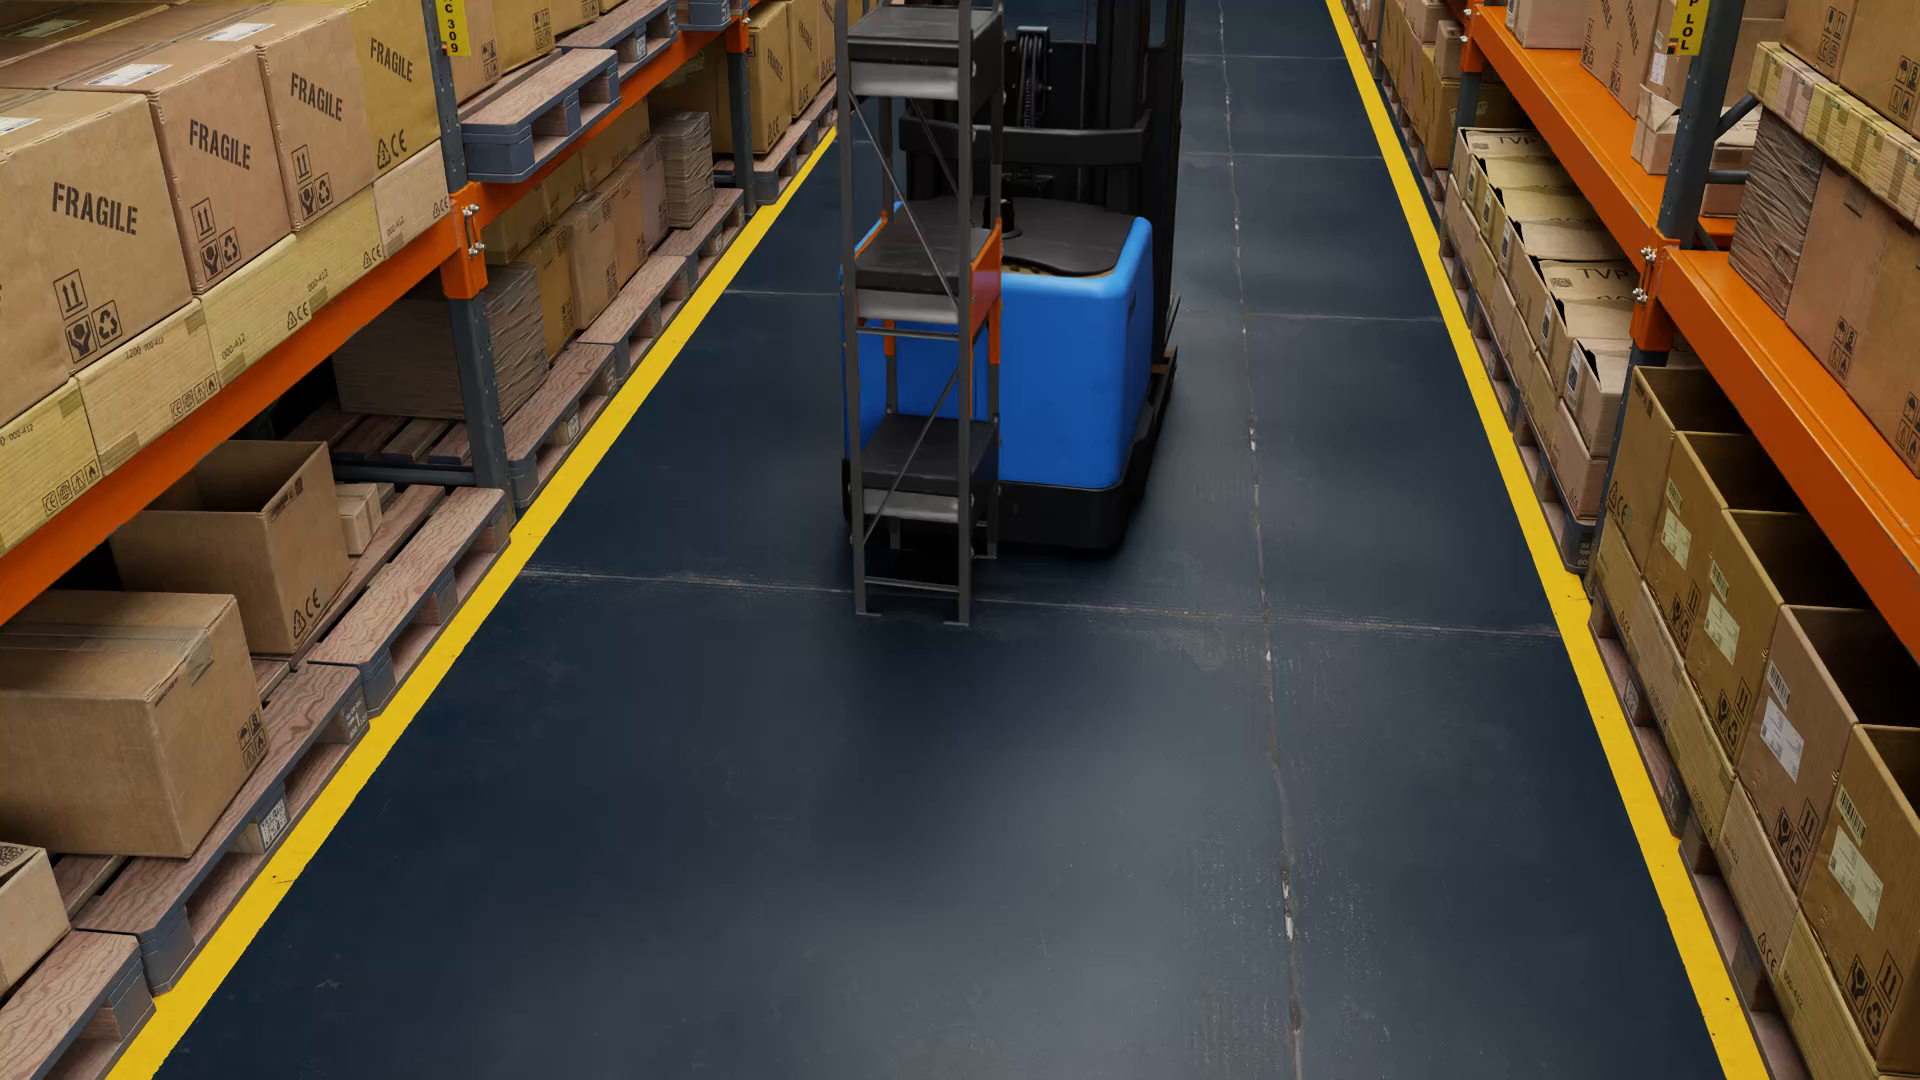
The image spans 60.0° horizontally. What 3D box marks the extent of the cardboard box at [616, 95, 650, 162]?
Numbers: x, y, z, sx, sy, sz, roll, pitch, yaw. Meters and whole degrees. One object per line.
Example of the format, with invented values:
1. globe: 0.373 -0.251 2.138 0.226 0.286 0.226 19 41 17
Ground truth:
1. cardboard box: -1.880 -2.086 8.341 0.500 0.250 0.500 4 29 7

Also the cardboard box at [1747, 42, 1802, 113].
1. cardboard box: 2.491 -1.315 4.738 0.380 0.149 0.250 3 28 6

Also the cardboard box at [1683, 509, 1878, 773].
1. cardboard box: 2.226 0.266 4.259 0.500 0.500 0.500 3 28 6

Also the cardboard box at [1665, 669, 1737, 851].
1. cardboard box: 2.225 0.596 4.437 0.500 0.250 0.500 3 28 6

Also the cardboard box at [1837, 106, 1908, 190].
1. cardboard box: 2.399 -0.951 4.064 0.380 0.149 0.250 3 28 6

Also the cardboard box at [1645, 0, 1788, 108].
1. cardboard box: 2.891 -1.753 6.236 0.500 0.500 0.500 5 29 10

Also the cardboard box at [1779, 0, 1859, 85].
1. cardboard box: 2.668 -1.506 4.410 0.700 0.500 0.500 3 29 6

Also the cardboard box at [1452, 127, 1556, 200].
1. cardboard box: 2.850 -1.975 8.618 0.500 0.311 0.500 4 29 8

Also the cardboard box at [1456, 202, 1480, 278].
1. cardboard box: 2.789 -1.491 8.312 0.500 0.250 0.500 3 28 5

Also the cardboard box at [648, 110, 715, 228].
1. cardboard box: -1.747 -2.021 9.010 0.700 0.500 0.500 4 29 7

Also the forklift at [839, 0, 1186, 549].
1. forklift: 0.375 -1.937 6.756 1.130 2.935 3.031 6 29 11

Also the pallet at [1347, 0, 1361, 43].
1. pallet: 3.928 -4.537 14.450 1.003 0.211 1.213 3 28 6

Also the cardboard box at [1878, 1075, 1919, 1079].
1. cardboard box: 2.047 1.302 3.126 0.500 0.250 0.500 3 28 6

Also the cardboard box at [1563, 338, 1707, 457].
1. cardboard box: 2.481 -0.529 5.934 0.500 0.311 0.500 3 28 6

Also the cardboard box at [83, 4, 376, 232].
1. cardboard box: -2.008 -1.184 4.631 0.500 0.500 0.500 3 28 6

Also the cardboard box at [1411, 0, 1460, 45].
1. cardboard box: 3.211 -3.369 10.722 0.500 0.250 0.500 3 28 5

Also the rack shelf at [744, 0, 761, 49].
1. rack shelf: -1.466 -3.894 11.074 1.077 0.370 4.000 3 28 6

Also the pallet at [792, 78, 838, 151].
1. pallet: -1.388 -2.981 11.561 1.003 0.211 1.213 3 28 6

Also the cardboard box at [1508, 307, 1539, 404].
1. cardboard box: 2.605 -0.766 6.965 0.500 0.250 0.500 4 29 7

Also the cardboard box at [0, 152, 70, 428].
1. cardboard box: -2.194 -0.459 3.285 0.500 0.500 0.500 2 28 5

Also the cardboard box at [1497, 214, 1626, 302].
1. cardboard box: 2.667 -1.245 7.264 0.500 0.311 0.500 3 28 6

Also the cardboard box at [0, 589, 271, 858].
1. cardboard box: -2.308 0.472 4.383 0.700 0.500 0.500 2 28 3

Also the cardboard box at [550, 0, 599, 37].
1. cardboard box: -1.980 -2.436 7.040 0.700 0.500 0.500 7 29 13

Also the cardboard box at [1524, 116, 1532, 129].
1. cardboard box: 3.604 -2.521 9.938 0.500 0.500 0.500 2 28 4

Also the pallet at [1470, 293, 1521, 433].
1. pallet: 2.914 -0.798 7.508 1.003 0.211 1.213 3 28 6

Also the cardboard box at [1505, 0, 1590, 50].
1. cardboard box: 2.904 -2.534 7.885 0.500 0.311 0.500 3 28 6

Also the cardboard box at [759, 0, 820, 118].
1. cardboard box: -1.377 -3.258 10.959 0.750 0.750 0.750 3 28 6

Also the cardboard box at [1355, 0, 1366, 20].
1. cardboard box: 3.576 -4.514 13.837 0.500 0.311 0.500 3 28 6

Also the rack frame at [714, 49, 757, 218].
1. rack frame: -1.711 -3.269 9.156 1.000 3.000 0.127 3 28 6

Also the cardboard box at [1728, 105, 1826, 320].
1. cardboard box: 2.668 -0.935 4.718 0.700 0.500 0.500 3 28 5

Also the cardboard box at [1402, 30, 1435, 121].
1. cardboard box: 3.209 -3.021 10.867 0.500 0.500 0.500 2 28 4

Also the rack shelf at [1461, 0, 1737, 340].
1. rack shelf: 2.961 -1.725 7.048 1.077 0.370 4.000 3 28 6

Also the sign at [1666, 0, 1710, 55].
1. sign: 2.176 -1.602 4.924 0.100 0.325 0.005 3 28 6

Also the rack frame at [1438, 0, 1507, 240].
1. rack frame: 3.206 -2.983 8.625 1.000 3.000 0.127 3 28 6

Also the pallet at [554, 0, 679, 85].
1. pallet: -1.913 -2.251 7.467 1.003 0.211 1.213 3 28 6

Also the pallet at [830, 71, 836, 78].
1. pallet: -1.241 -3.557 12.630 1.003 0.211 1.213 3 28 6

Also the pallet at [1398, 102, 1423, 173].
1. pallet: 3.487 -2.677 10.997 1.003 0.211 1.213 3 28 6

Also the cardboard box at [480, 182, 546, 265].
1. cardboard box: -2.077 -1.365 7.002 0.500 0.250 0.500 3 28 5

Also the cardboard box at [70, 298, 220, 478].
1. cardboard box: -2.134 -0.380 3.930 0.500 0.250 0.500 4 29 7

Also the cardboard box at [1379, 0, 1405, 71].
1. cardboard box: 3.395 -3.746 12.212 0.500 0.500 0.500 2 28 4

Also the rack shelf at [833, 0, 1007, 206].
1. rack shelf: -0.113 -1.362 5.117 0.431 0.518 0.480 6 29 11

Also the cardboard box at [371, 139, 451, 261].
1. cardboard box: -1.958 -1.089 5.245 0.500 0.250 0.500 3 29 6

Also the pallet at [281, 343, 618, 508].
1. pallet: -2.107 -0.525 7.003 1.003 0.211 1.213 3 28 6

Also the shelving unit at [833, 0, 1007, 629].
1. shelving unit: -0.113 -0.758 5.443 0.431 2.100 0.503 6 29 11

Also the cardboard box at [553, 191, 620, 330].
1. cardboard box: -2.011 -1.311 7.693 0.700 0.500 0.500 4 29 7

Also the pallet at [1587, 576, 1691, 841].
1. pallet: 2.577 0.499 5.101 1.003 0.211 1.213 3 28 6

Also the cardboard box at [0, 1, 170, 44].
1. cardboard box: -2.533 -1.207 4.674 0.500 0.500 0.500 3 28 6
